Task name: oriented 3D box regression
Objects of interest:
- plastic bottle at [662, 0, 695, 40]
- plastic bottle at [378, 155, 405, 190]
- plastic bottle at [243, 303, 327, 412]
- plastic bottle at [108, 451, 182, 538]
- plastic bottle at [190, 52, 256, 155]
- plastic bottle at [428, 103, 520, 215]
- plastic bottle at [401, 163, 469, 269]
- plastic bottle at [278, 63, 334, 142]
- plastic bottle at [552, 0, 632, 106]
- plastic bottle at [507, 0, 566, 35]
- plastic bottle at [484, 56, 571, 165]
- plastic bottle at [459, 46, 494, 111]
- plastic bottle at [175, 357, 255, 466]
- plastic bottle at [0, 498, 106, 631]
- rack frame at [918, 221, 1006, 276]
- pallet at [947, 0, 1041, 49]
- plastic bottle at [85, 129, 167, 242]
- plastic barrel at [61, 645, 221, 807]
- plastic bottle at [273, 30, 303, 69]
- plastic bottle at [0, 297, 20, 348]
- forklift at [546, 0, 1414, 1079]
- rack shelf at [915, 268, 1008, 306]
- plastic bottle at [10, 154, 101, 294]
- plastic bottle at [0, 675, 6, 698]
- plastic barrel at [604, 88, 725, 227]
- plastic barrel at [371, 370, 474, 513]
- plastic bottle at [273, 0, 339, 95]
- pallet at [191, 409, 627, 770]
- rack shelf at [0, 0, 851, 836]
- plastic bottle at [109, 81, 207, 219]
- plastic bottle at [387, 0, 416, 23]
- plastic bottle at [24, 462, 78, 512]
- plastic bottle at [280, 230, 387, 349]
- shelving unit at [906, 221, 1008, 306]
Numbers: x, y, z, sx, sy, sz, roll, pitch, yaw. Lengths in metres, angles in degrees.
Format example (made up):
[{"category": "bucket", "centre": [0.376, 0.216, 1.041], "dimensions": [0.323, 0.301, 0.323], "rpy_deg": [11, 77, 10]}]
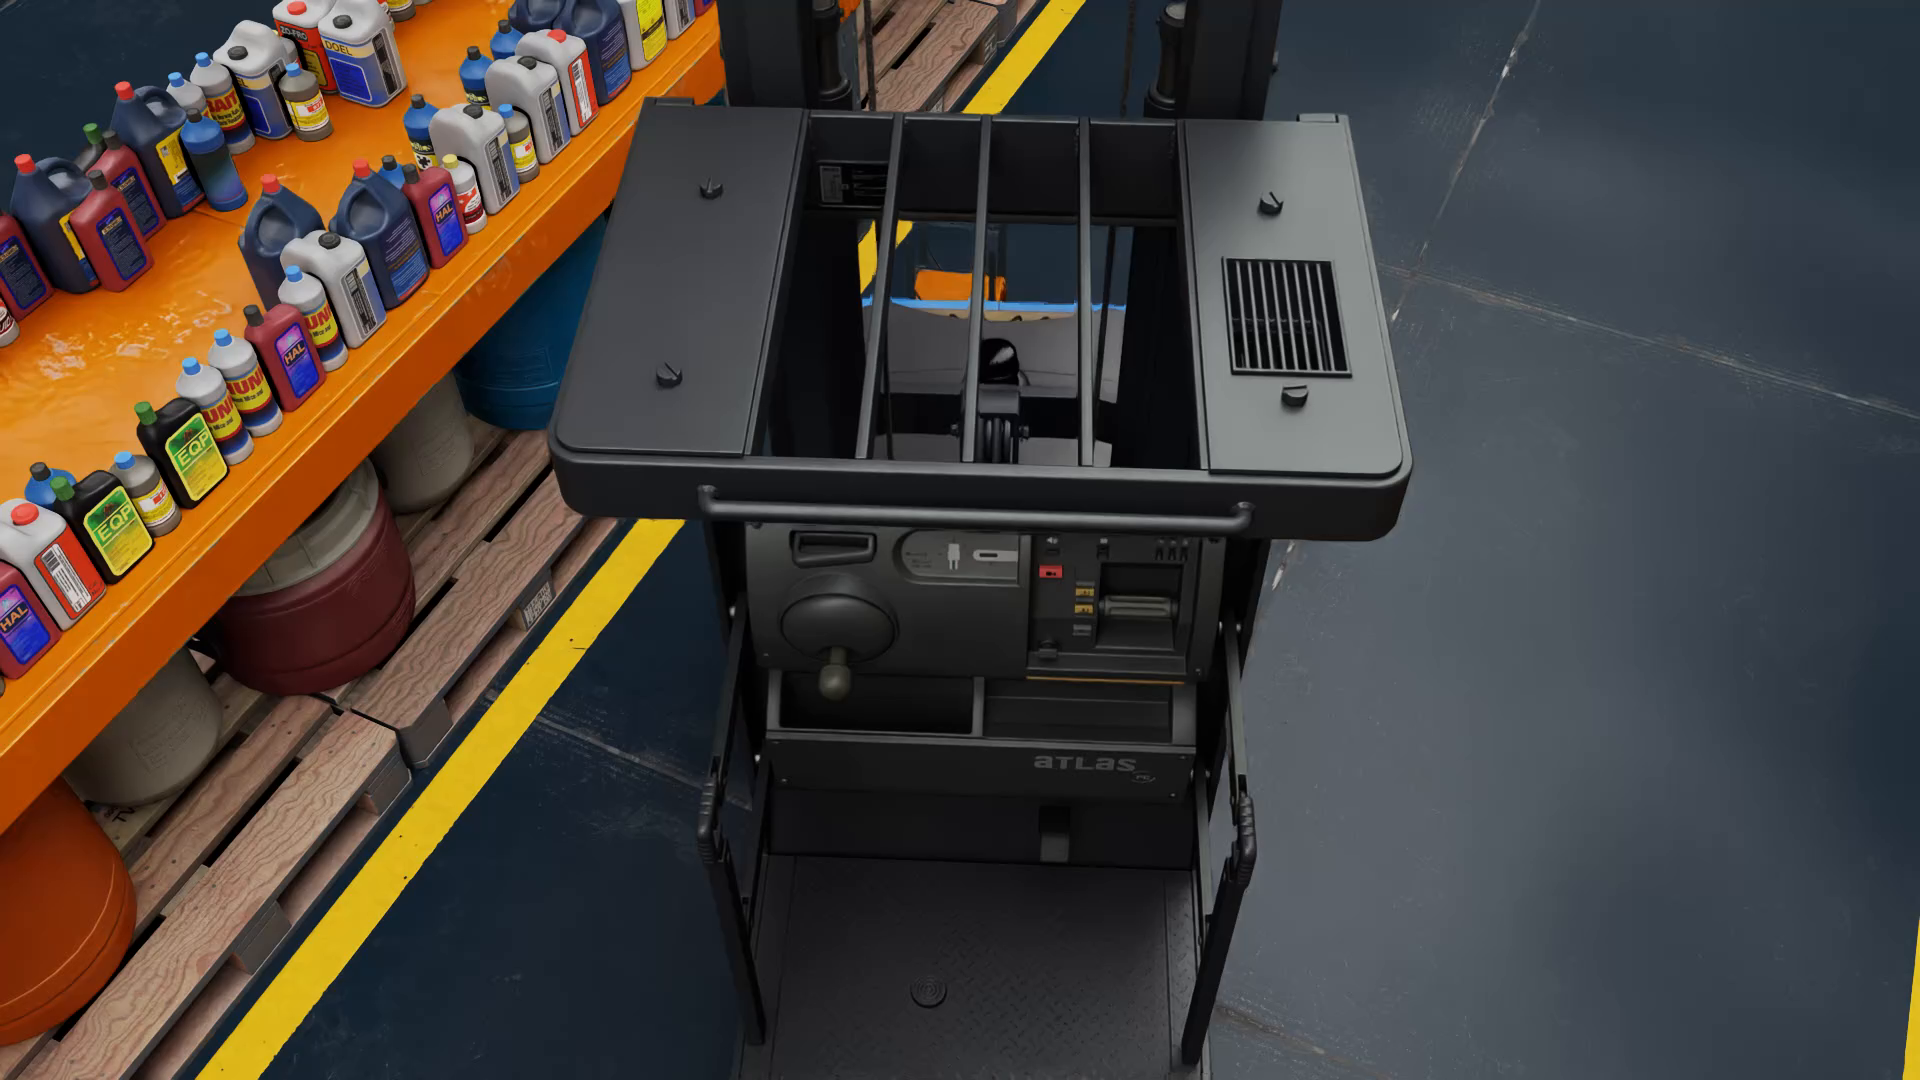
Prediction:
[{"category": "plastic bottle", "centre": [-0.854, -1.582, 4.708], "dimensions": [0.152, 0.276, 0.135], "rpy_deg": [20, 52, 16]}, {"category": "plastic bottle", "centre": [-1.362, -0.820, 4.063], "dimensions": [0.097, 0.271, 0.097], "rpy_deg": [0, 50, 0]}, {"category": "plastic bottle", "centre": [-1.518, -0.432, 3.725], "dimensions": [0.061, 0.283, 0.133], "rpy_deg": [20, 52, 16]}, {"category": "plastic bottle", "centre": [-1.724, -0.106, 3.501], "dimensions": [0.097, 0.201, 0.097], "rpy_deg": [0, 50, 0]}, {"category": "plastic bottle", "centre": [-1.932, -1.146, 4.340], "dimensions": [0.097, 0.271, 0.097], "rpy_deg": [0, 50, 0]}, {"category": "plastic bottle", "centre": [-1.226, -0.983, 4.198], "dimensions": [0.152, 0.276, 0.135], "rpy_deg": [20, 52, 16]}, {"category": "plastic bottle", "centre": [-1.283, -0.811, 4.047], "dimensions": [0.061, 0.283, 0.133], "rpy_deg": [20, 52, 16]}, {"category": "plastic bottle", "centre": [-1.737, -1.166, 4.403], "dimensions": [0.097, 0.201, 0.097], "rpy_deg": [0, 50, 0]}, {"category": "plastic bottle", "centre": [-0.997, -1.368, 4.477], "dimensions": [0.144, 0.351, 0.185], "rpy_deg": [20, 52, 16]}, {"category": "plastic bottle", "centre": [-1.127, -1.415, 4.517], "dimensions": [0.144, 0.351, 0.185], "rpy_deg": [20, 52, 16]}, {"category": "plastic bottle", "centre": [-1.126, -1.142, 4.334], "dimensions": [0.152, 0.276, 0.135], "rpy_deg": [20, 52, 16]}, {"category": "plastic bottle", "centre": [-1.247, -1.169, 4.359], "dimensions": [0.097, 0.271, 0.097], "rpy_deg": [0, 50, 0]}, {"category": "plastic bottle", "centre": [-1.626, -0.288, 3.610], "dimensions": [0.097, 0.271, 0.097], "rpy_deg": [0, 50, 0]}, {"category": "plastic bottle", "centre": [-1.855, 0.033, 3.334], "dimensions": [0.152, 0.276, 0.135], "rpy_deg": [20, 52, 16]}, {"category": "rack frame", "centre": [0.005, -0.517, 4.902], "dimensions": [0.240, 1.200, 0.006], "rpy_deg": [6, 50, 5]}, {"category": "pallet", "centre": [-0.022, -2.709, 7.416], "dimensions": [1.003, 0.211, 1.213], "rpy_deg": [20, 52, 16]}, {"category": "plastic bottle", "centre": [-2.064, -0.862, 4.091], "dimensions": [0.061, 0.283, 0.133], "rpy_deg": [20, 52, 16]}, {"category": "plastic barrel", "centre": [-2.176, 0.414, 4.286], "dimensions": [0.421, 0.512, 0.421], "rpy_deg": [0, 50, 0]}, {"category": "plastic bottle", "centre": [-1.833, -1.283, 4.502], "dimensions": [0.097, 0.201, 0.097], "rpy_deg": [0, 50, 0]}, {"category": "plastic bottle", "centre": [-2.288, -0.551, 3.880], "dimensions": [0.097, 0.201, 0.097], "rpy_deg": [0, 50, 0]}, {"category": "forklift", "centre": [0.039, 0.232, 3.128], "dimensions": [1.130, 2.935, 3.031], "rpy_deg": [2, 50, 2]}, {"category": "rack shelf", "centre": [-0.008, -0.653, 4.603], "dimensions": [0.258, 0.103, 0.180], "rpy_deg": [6, 50, 5]}, {"category": "plastic bottle", "centre": [-2.149, -0.781, 3.977], "dimensions": [0.144, 0.351, 0.185], "rpy_deg": [20, 52, 16]}, {"category": "plastic bottle", "centre": [-1.937, 0.237, 3.209], "dimensions": [0.097, 0.201, 0.097], "rpy_deg": [0, 50, 0]}, {"category": "plastic barrel", "centre": [-1.069, -1.338, 5.521], "dimensions": [0.600, 0.901, 0.708], "rpy_deg": [20, 52, 16]}, {"category": "plastic barrel", "centre": [-1.694, -0.364, 4.948], "dimensions": [0.421, 0.512, 0.421], "rpy_deg": [0, 50, 0]}, {"category": "plastic bottle", "centre": [-1.759, -1.378, 4.534], "dimensions": [0.152, 0.276, 0.135], "rpy_deg": [20, 52, 16]}, {"category": "pallet", "centre": [-1.709, 0.014, 5.099], "dimensions": [1.003, 0.211, 1.213], "rpy_deg": [20, 52, 16]}, {"category": "rack shelf", "centre": [-1.676, -0.640, 4.298], "dimensions": [1.077, 0.370, 4.000], "rpy_deg": [20, 52, 16]}, {"category": "plastic bottle", "centre": [-2.013, -1.000, 4.164], "dimensions": [0.144, 0.351, 0.185], "rpy_deg": [20, 52, 16]}, {"category": "plastic bottle", "centre": [-1.636, -1.601, 4.774], "dimensions": [0.097, 0.201, 0.097], "rpy_deg": [0, 50, 0]}, {"category": "plastic bottle", "centre": [-1.836, -0.057, 3.413], "dimensions": [0.097, 0.271, 0.097], "rpy_deg": [0, 50, 0]}, {"category": "plastic bottle", "centre": [-1.461, -0.604, 3.876], "dimensions": [0.152, 0.276, 0.135], "rpy_deg": [20, 52, 16]}, {"category": "shelving unit", "centre": [-0.008, -0.448, 4.843], "dimensions": [0.258, 1.200, 0.189], "rpy_deg": [6, 50, 5]}]
